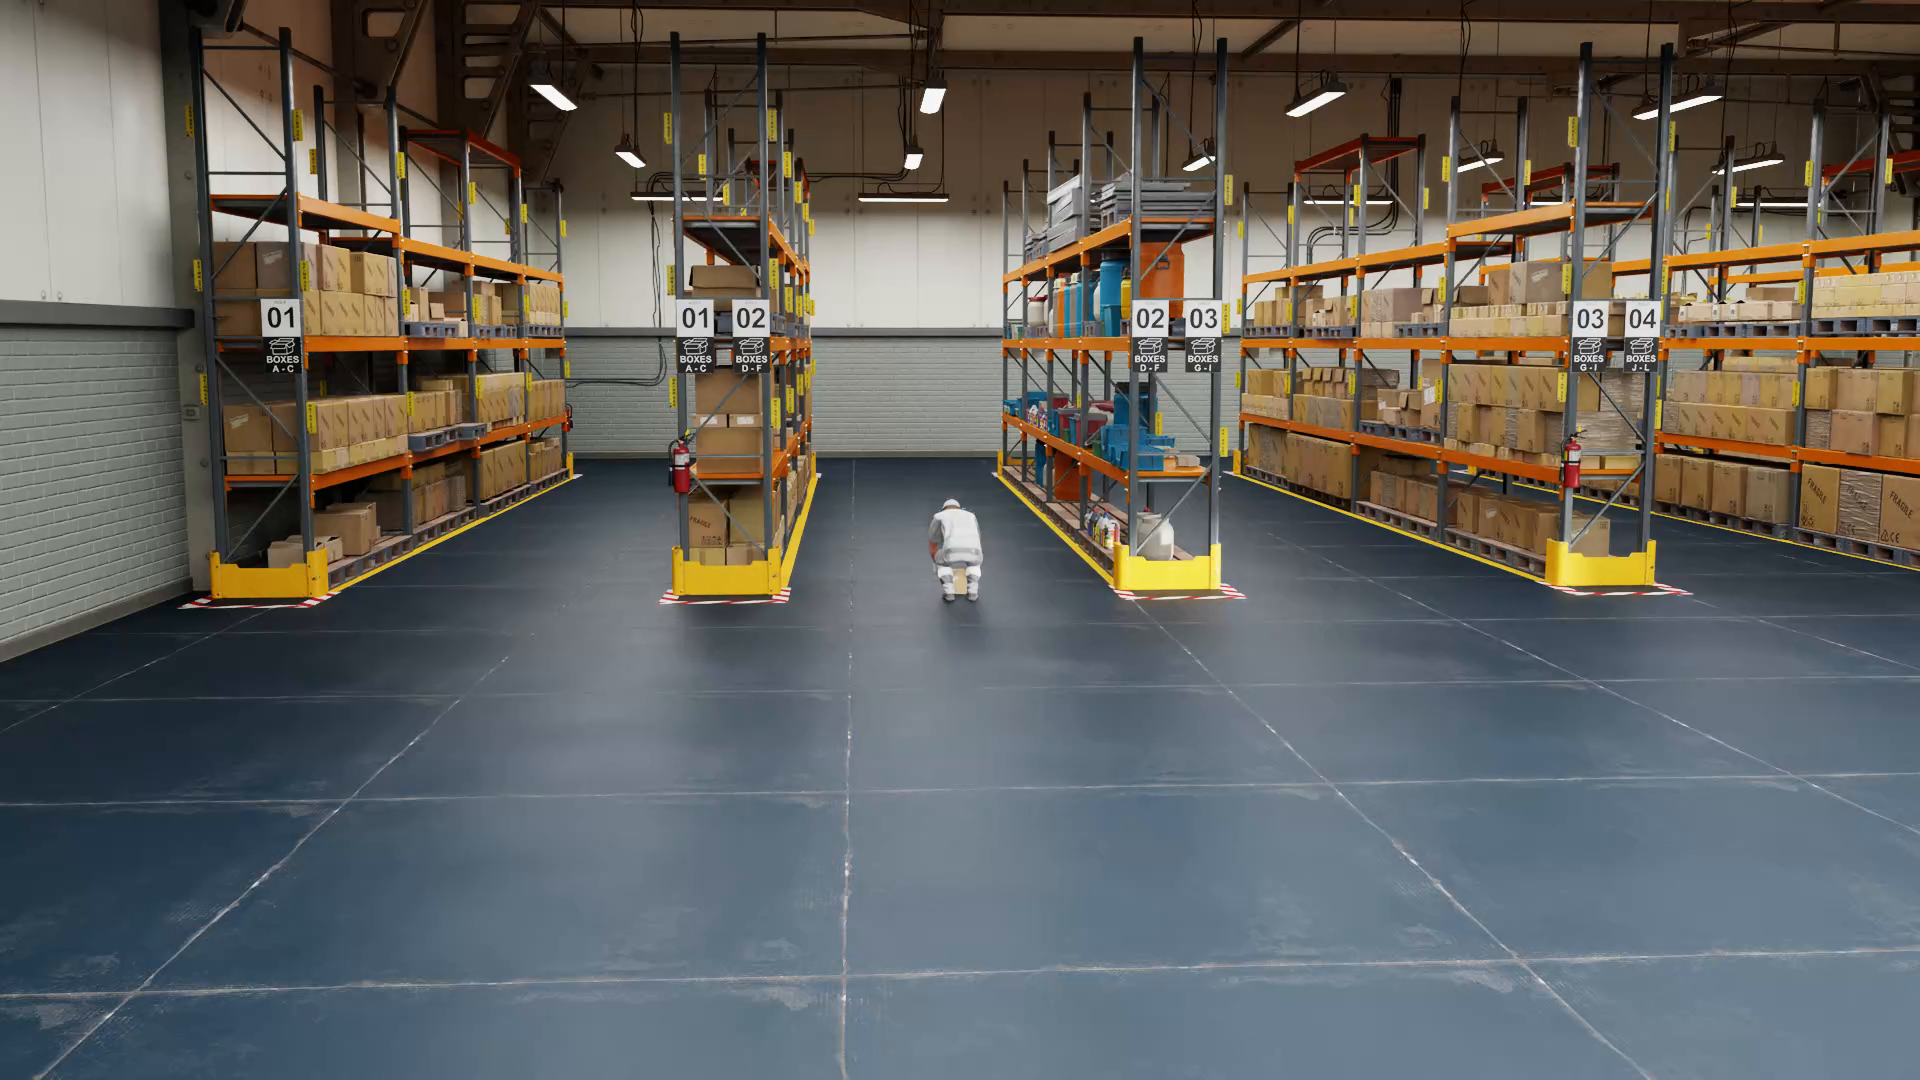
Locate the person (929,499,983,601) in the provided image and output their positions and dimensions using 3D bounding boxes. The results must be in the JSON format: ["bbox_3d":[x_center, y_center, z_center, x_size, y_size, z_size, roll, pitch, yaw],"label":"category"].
[{"bbox_3d":[-0.042,0.107,17.925,0.577,1.040,0.872,0,7,-4],"label":"person"}]
